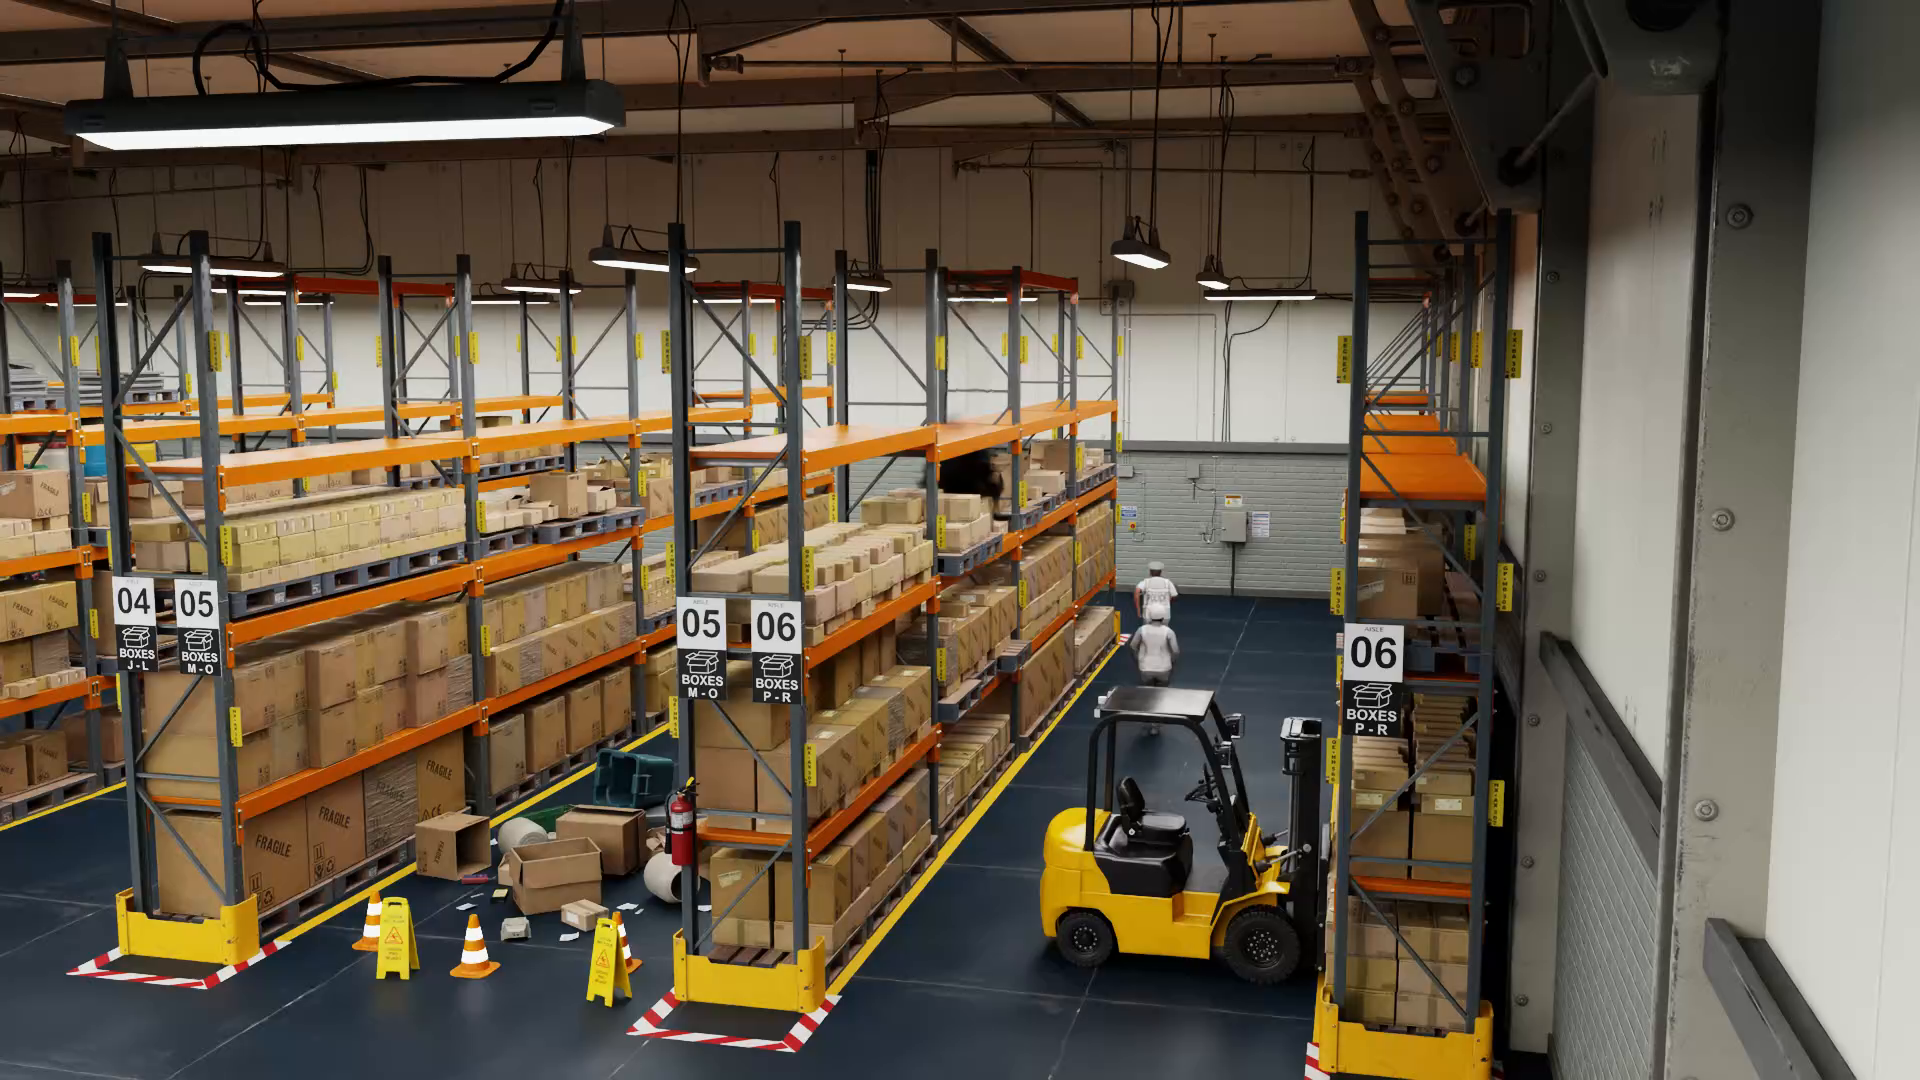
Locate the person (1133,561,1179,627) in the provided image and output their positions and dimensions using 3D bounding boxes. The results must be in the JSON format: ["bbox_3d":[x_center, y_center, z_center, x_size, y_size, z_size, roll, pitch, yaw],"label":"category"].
[{"bbox_3d":[2.954,1.255,25.144,0.657,1.802,1.011,2,7,13],"label":"person"}]

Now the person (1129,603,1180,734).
[{"bbox_3d":[2.528,1.681,21.610,0.659,1.735,0.557,2,7,14],"label":"person"}]

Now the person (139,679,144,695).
[{"bbox_3d":[-11.777,1.443,24.024,0.578,1.668,0.682,1,7,6],"label":"person"}]
